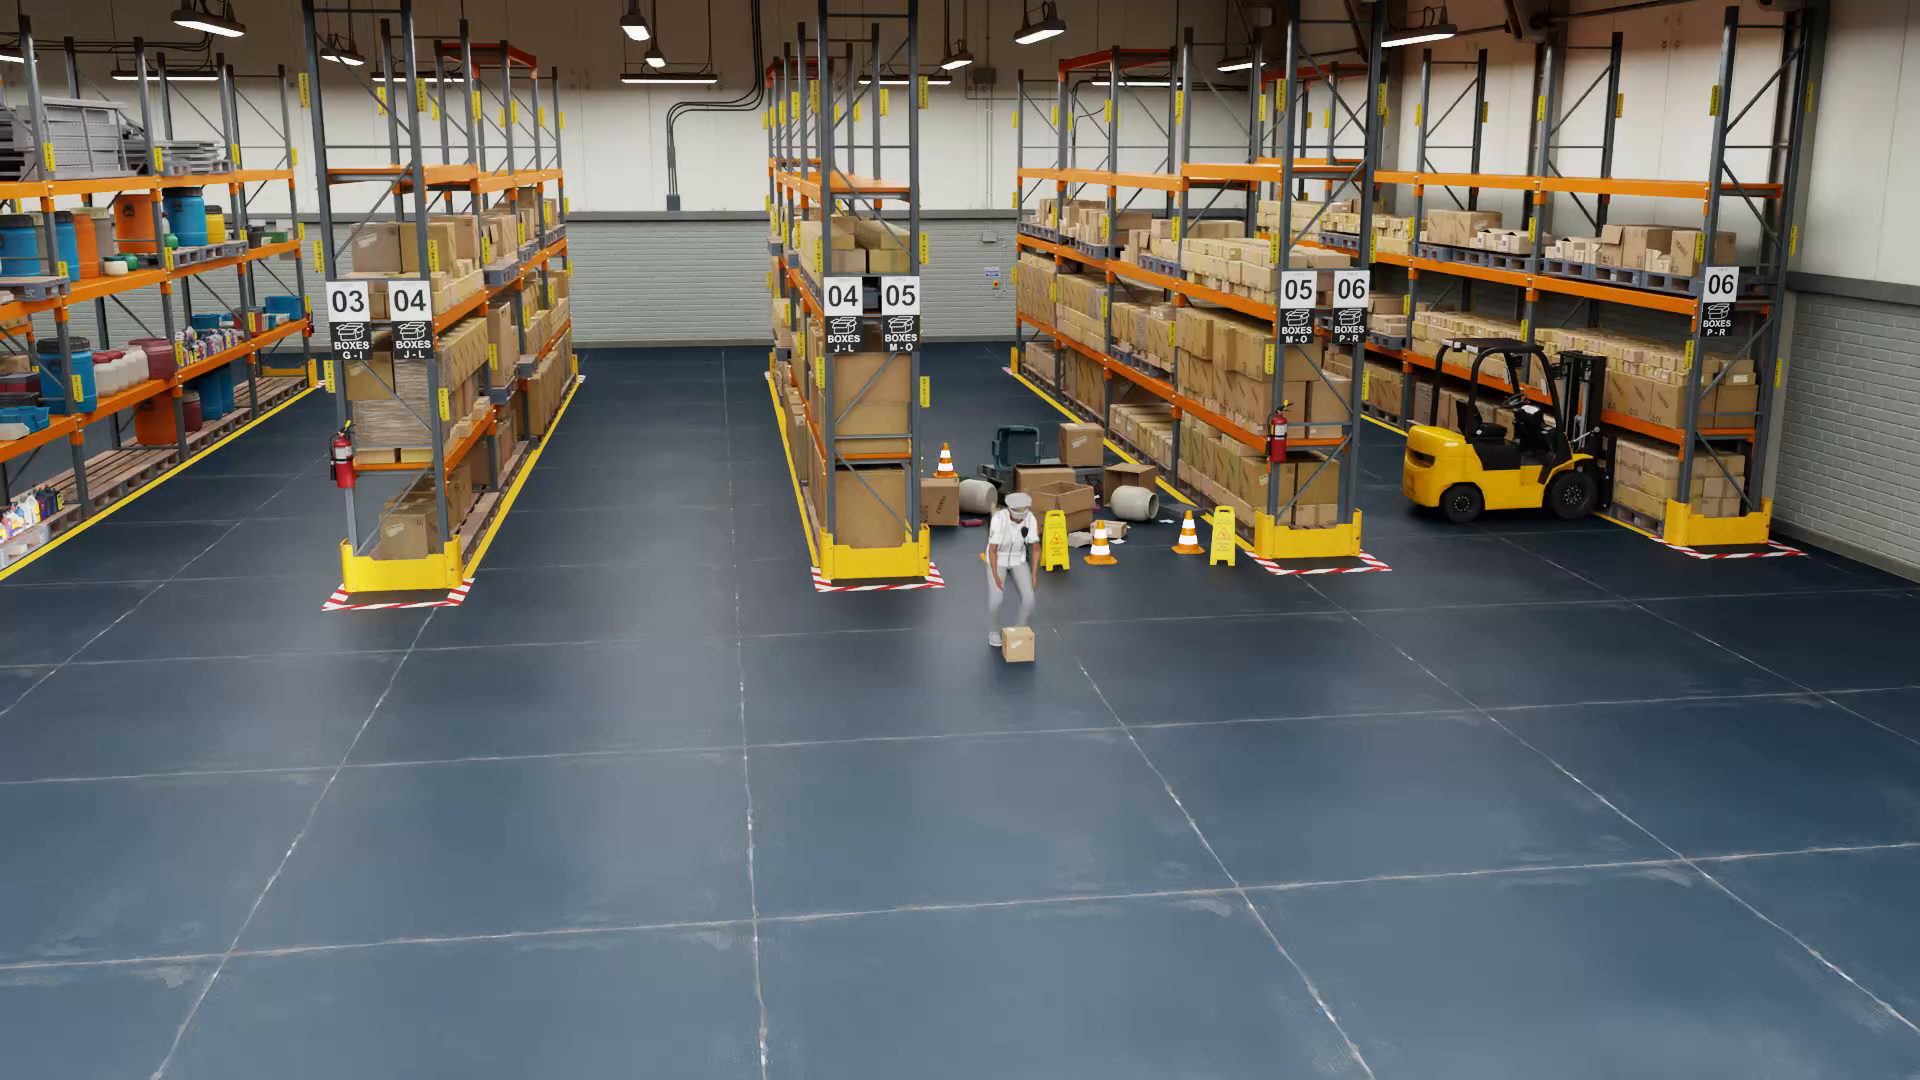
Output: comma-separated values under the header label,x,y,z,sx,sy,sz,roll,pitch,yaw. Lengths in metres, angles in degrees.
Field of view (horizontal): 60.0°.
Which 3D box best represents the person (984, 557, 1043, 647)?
label,x,y,z,sx,sy,sz,roll,pitch,yaw
person,0.490,0.547,15.321,0.479,0.913,0.865,-2,13,-8
